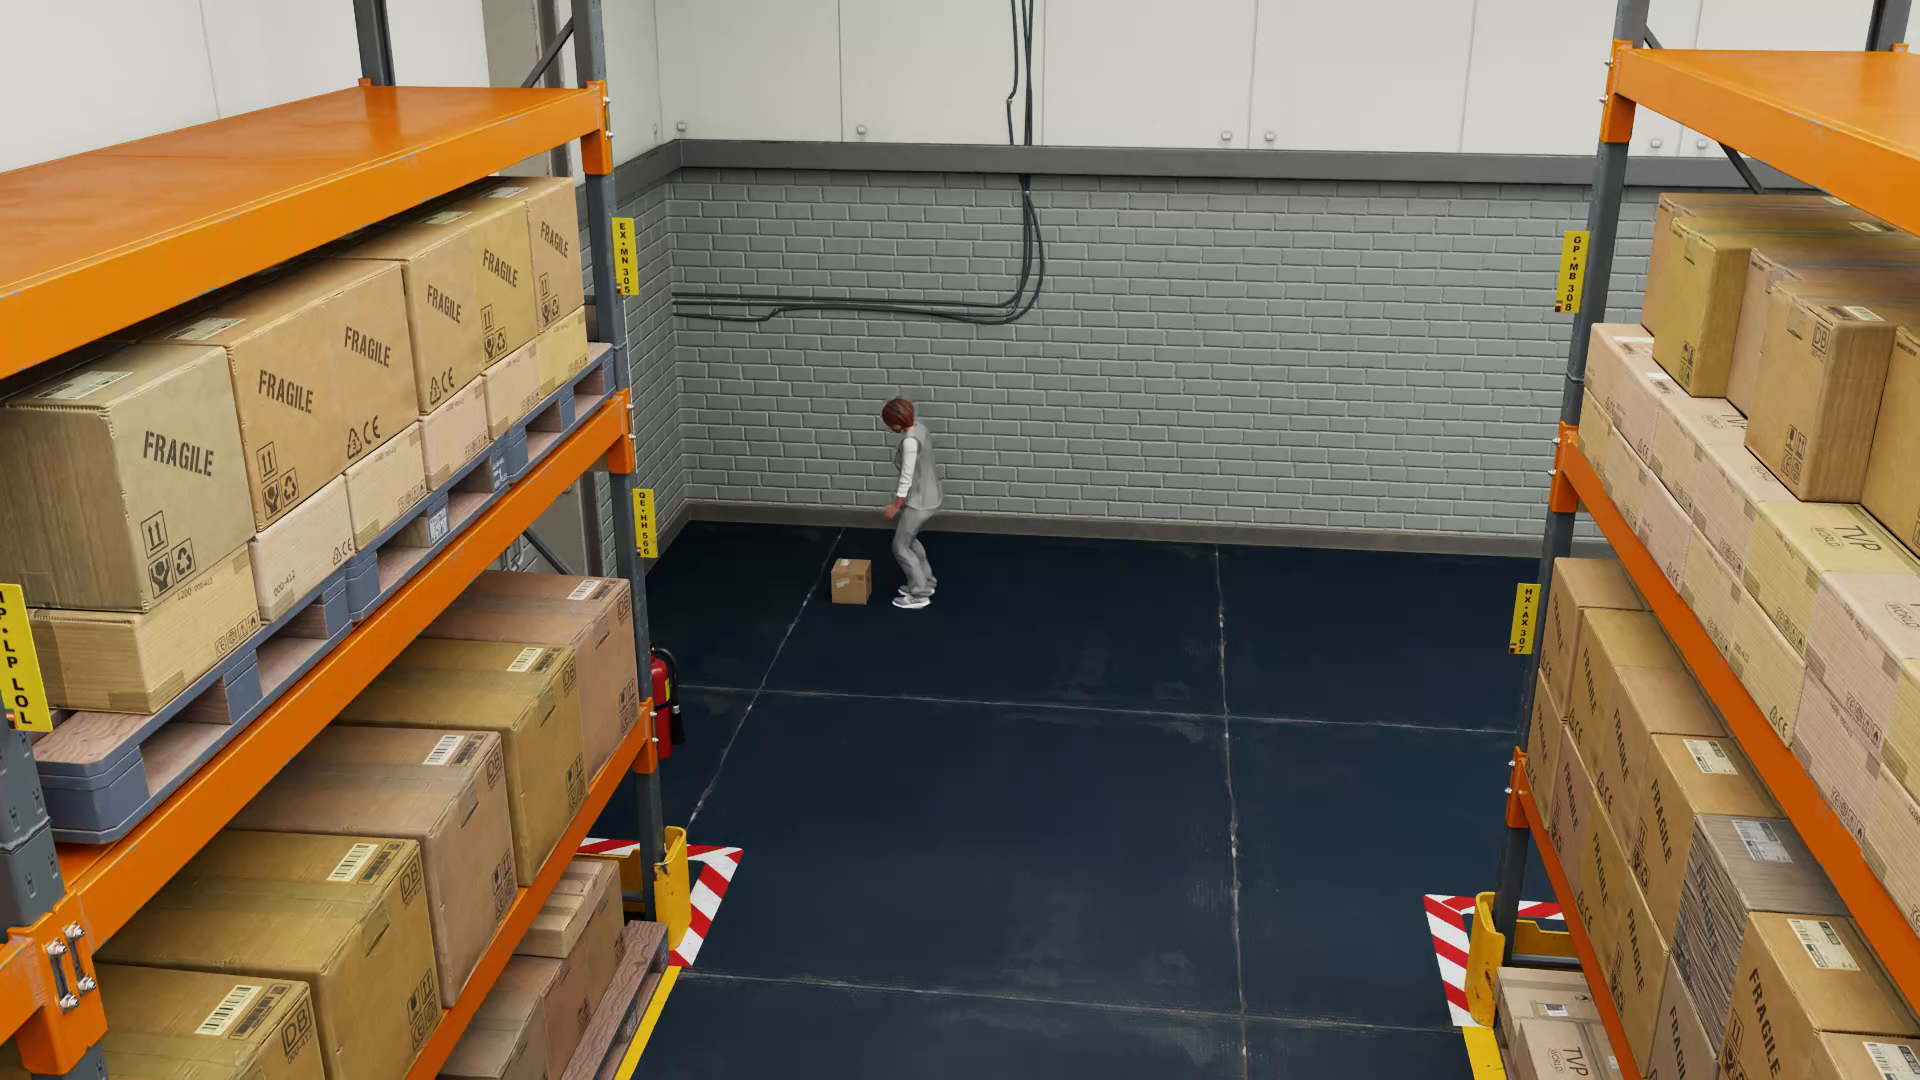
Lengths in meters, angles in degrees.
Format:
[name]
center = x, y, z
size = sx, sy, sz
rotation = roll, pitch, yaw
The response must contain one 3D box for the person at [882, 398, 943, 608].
[person]
center = -0.337, -0.255, 11.861
size = 0.417, 1.522, 0.433
rotation = 3, 22, 8
